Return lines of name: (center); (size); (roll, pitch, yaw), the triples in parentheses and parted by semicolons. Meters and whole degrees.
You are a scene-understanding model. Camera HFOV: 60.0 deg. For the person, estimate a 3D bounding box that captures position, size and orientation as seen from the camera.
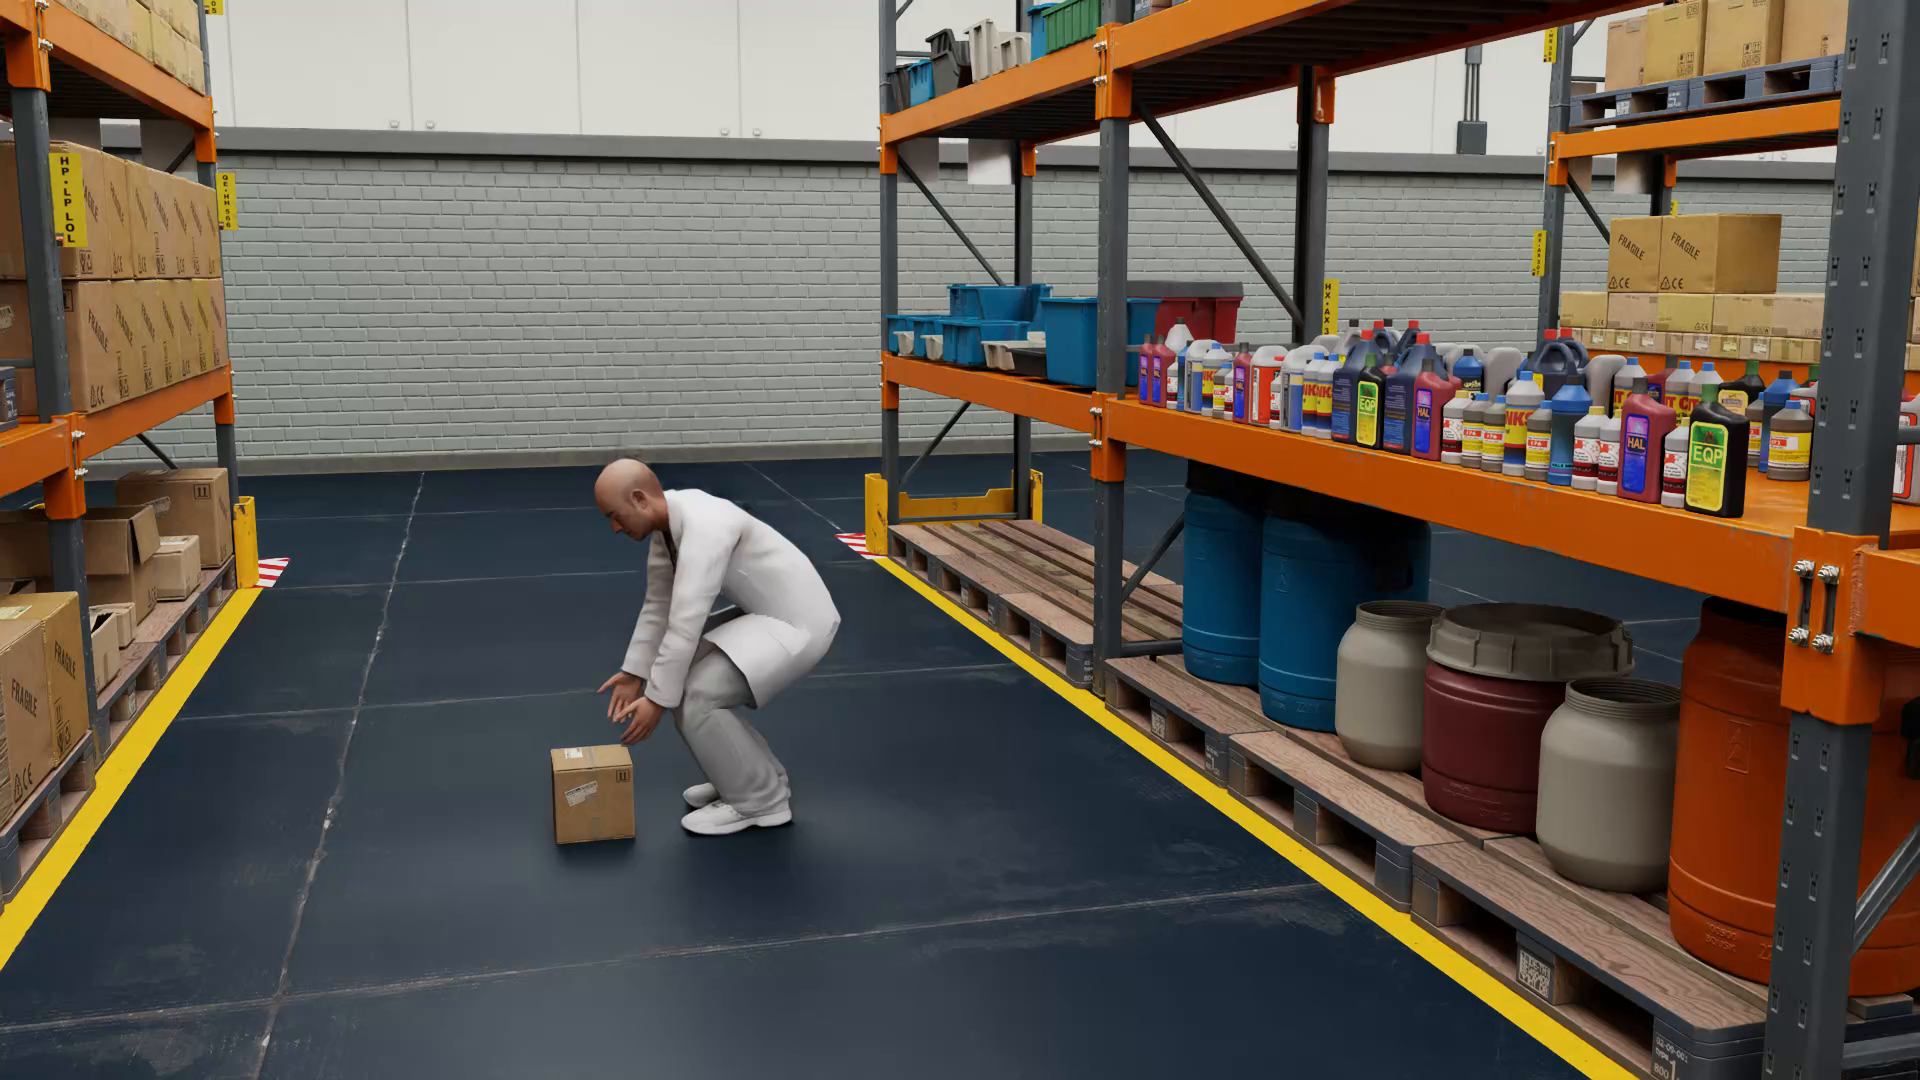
person: (-0.791, 0.343, 5.526); (0.803, 1.226, 0.630); (-3, 9, -16)
